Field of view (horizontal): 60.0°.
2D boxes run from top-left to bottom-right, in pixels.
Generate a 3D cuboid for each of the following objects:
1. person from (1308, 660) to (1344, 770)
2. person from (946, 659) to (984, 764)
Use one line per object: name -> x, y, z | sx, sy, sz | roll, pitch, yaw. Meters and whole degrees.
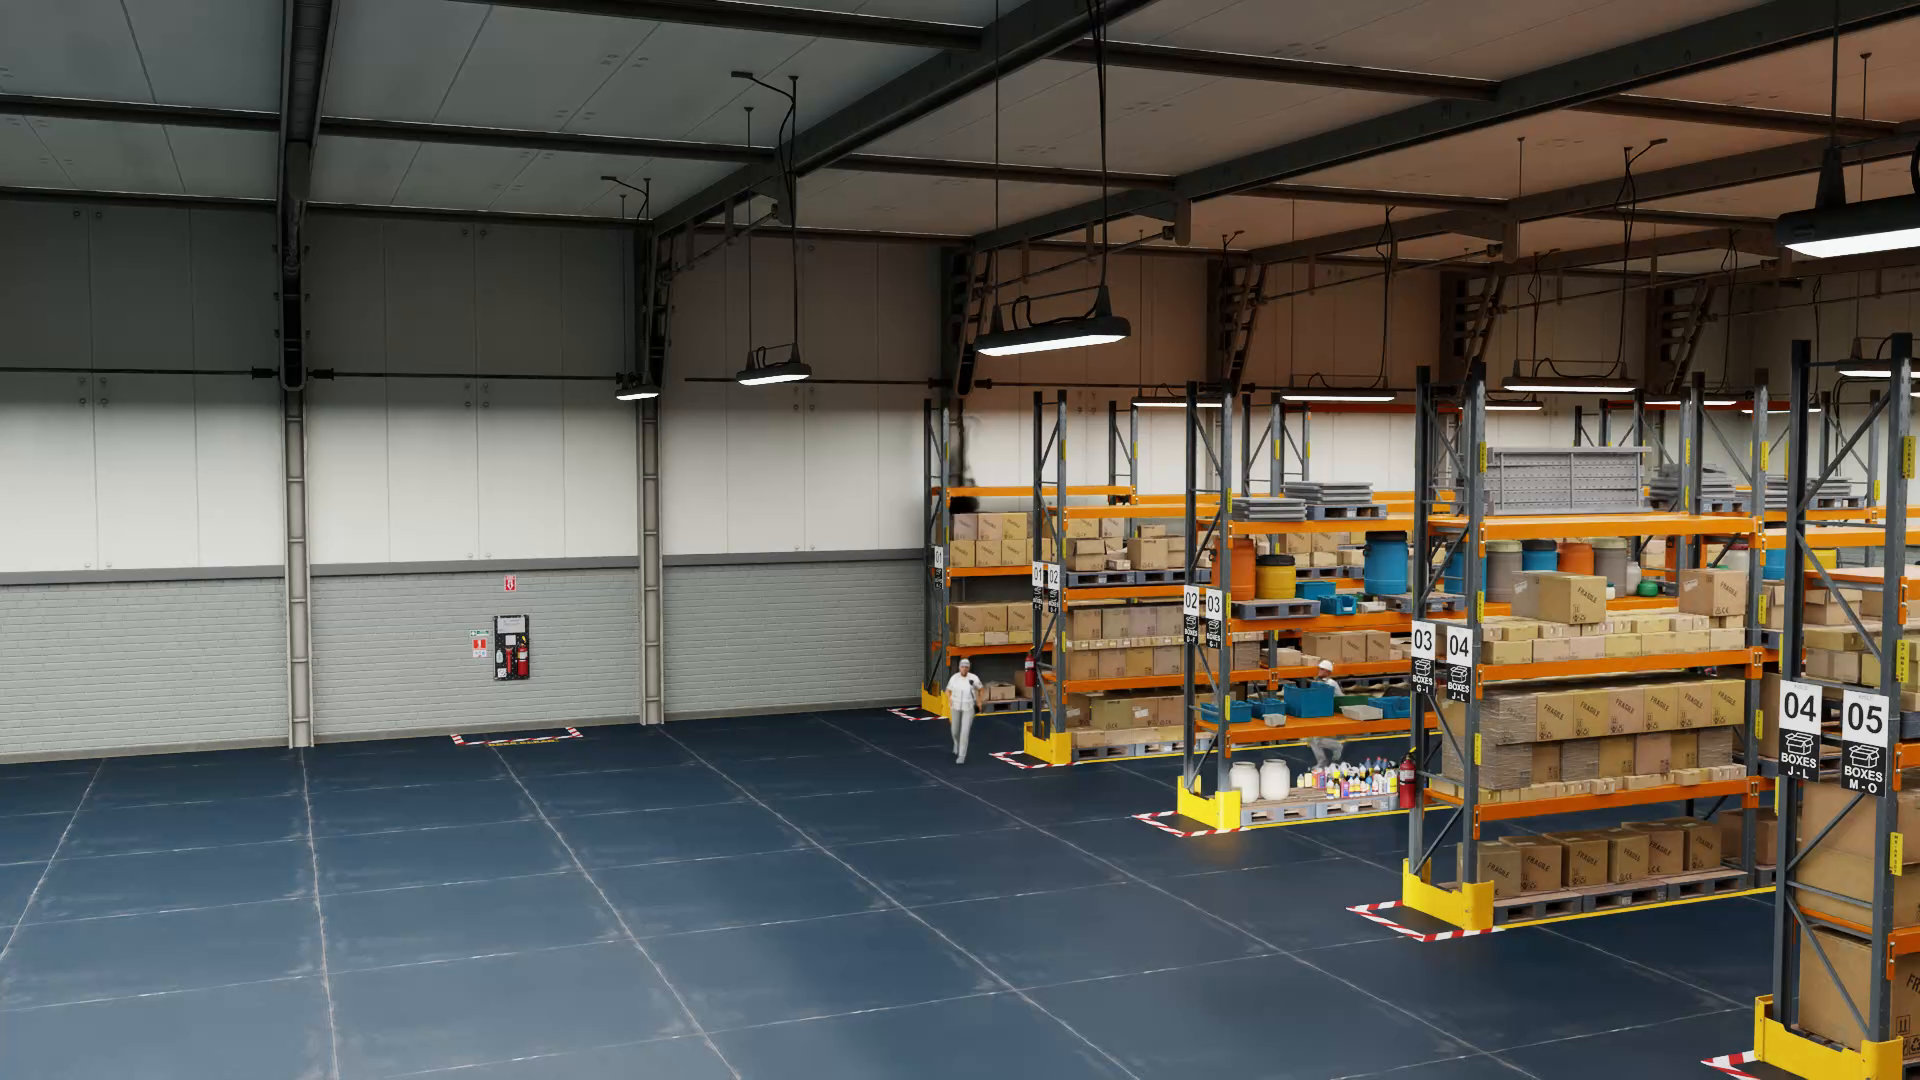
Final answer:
person -> 5.747, 2.765, 26.243 | 0.584, 1.731, 0.661 | -2, 4, -28
person -> 0.069, 2.736, 26.901 | 0.618, 1.638, 0.947 | 1, 3, 9
